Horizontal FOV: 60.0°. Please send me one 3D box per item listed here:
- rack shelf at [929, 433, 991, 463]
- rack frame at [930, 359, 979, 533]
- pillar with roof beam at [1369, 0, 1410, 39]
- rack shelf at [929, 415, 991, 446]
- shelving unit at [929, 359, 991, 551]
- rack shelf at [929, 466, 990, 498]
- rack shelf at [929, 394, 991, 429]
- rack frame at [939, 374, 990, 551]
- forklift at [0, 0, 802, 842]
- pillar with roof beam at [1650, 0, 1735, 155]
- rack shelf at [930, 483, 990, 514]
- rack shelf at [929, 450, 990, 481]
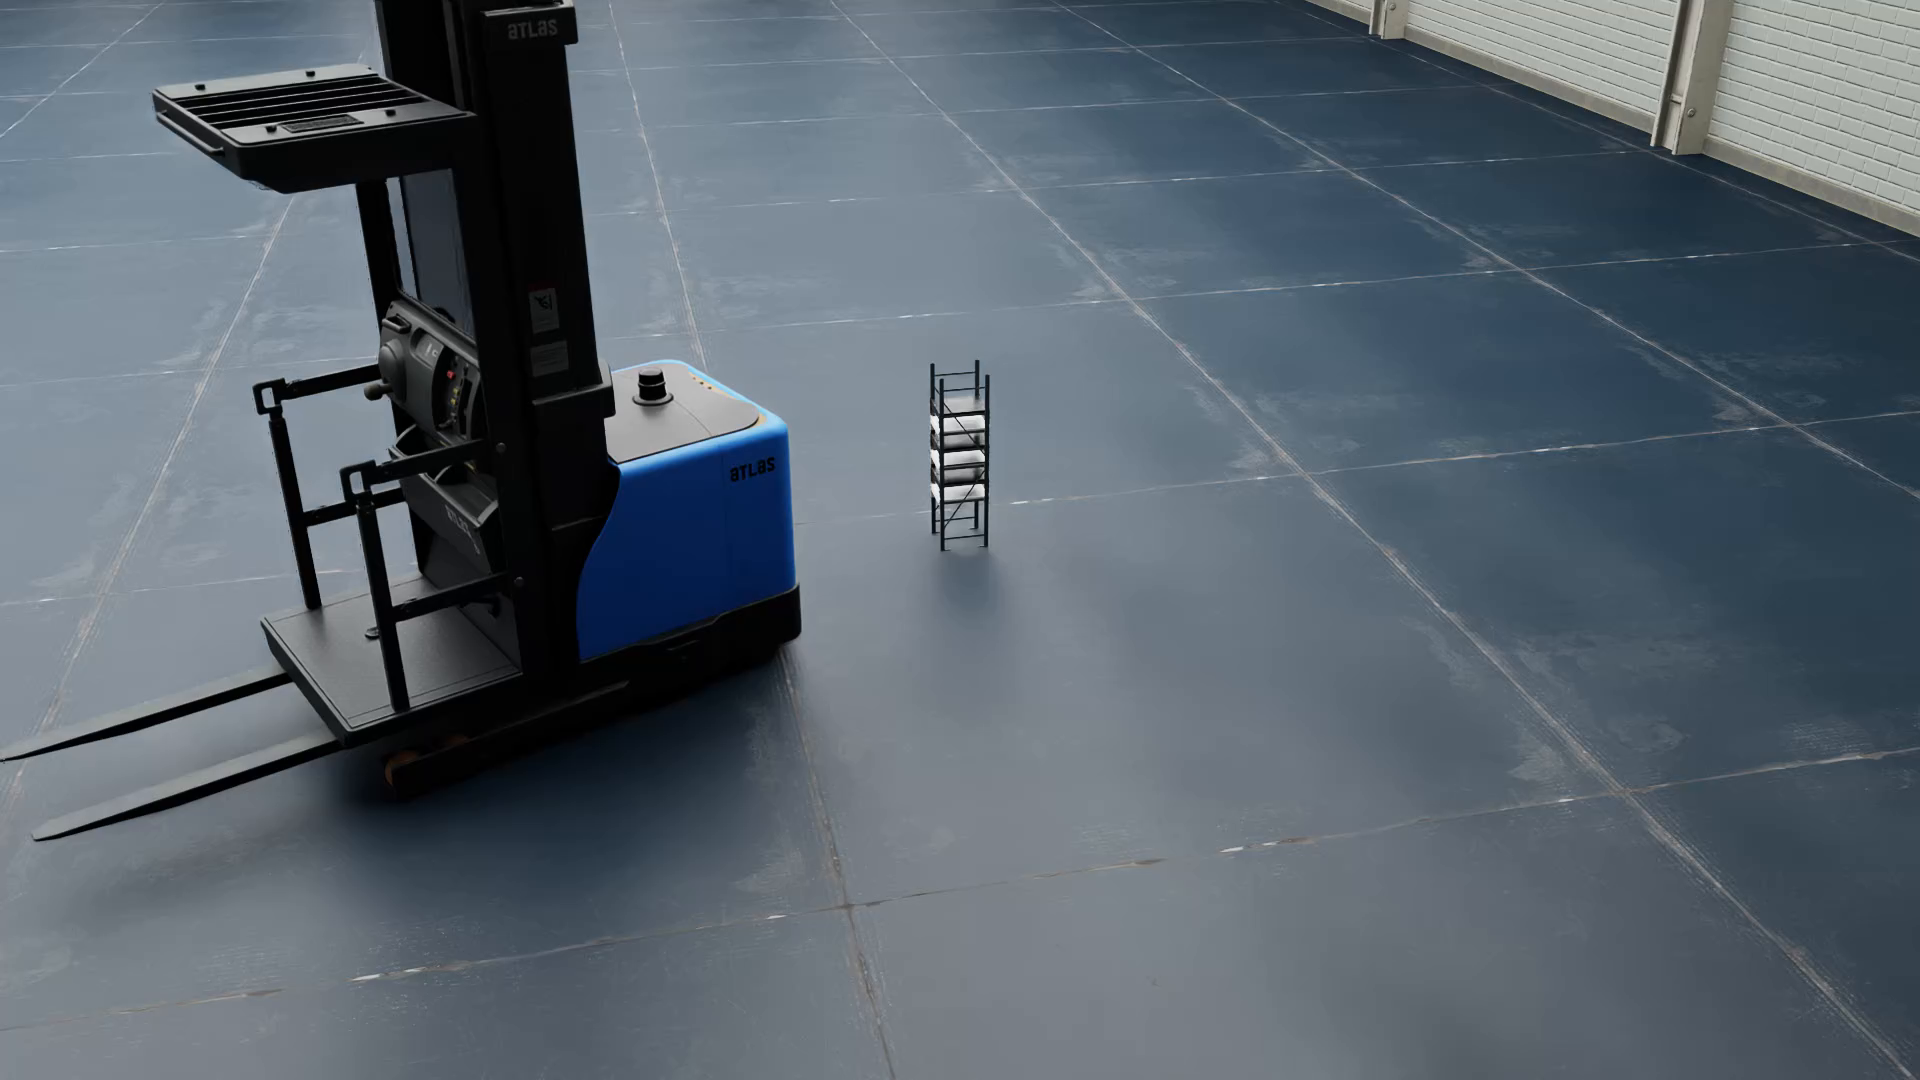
[{"bbox_3d":[-0.002,-0.456,8.029,0.258,0.077,0.200,-6,27,-12],"label":"rack shelf"},{"bbox_3d":[-0.025,-0.450,8.143,0.240,0.900,0.006,-6,27,-12],"label":"rack frame"},{"bbox_3d":[1.114,-9.847,17.772,9.100,9.000,0.400,-6,27,-12],"label":"pillar with roof beam"},{"bbox_3d":[-0.002,-0.536,7.988,0.258,0.077,0.200,-6,27,-12],"label":"rack shelf"},{"bbox_3d":[-0.002,-0.405,8.054,0.258,0.900,0.210,-6,27,-12],"label":"shelving unit"},{"bbox_3d":[-0.002,-0.295,8.110,0.258,0.077,0.200,-6,27,-12],"label":"rack shelf"},{"bbox_3d":[-0.002,-0.617,7.948,0.258,0.077,0.200,-6,27,-12],"label":"rack shelf"},{"bbox_3d":[0.021,-0.361,7.966,0.240,0.900,0.006,-6,27,-12],"label":"rack frame"},{"bbox_3d":[-2.176,-0.609,6.204,3.031,2.935,1.130,-19,32,-33],"label":"forklift"},{"bbox_3d":[2.466,-7.213,12.553,9.100,9.000,0.400,-6,27,-12],"label":"pillar with roof beam"},{"bbox_3d":[-0.002,-0.215,8.150,0.258,0.077,0.200,-6,27,-12],"label":"rack shelf"},{"bbox_3d":[-0.002,-0.376,8.069,0.258,0.077,0.200,-6,27,-12],"label":"rack shelf"}]
